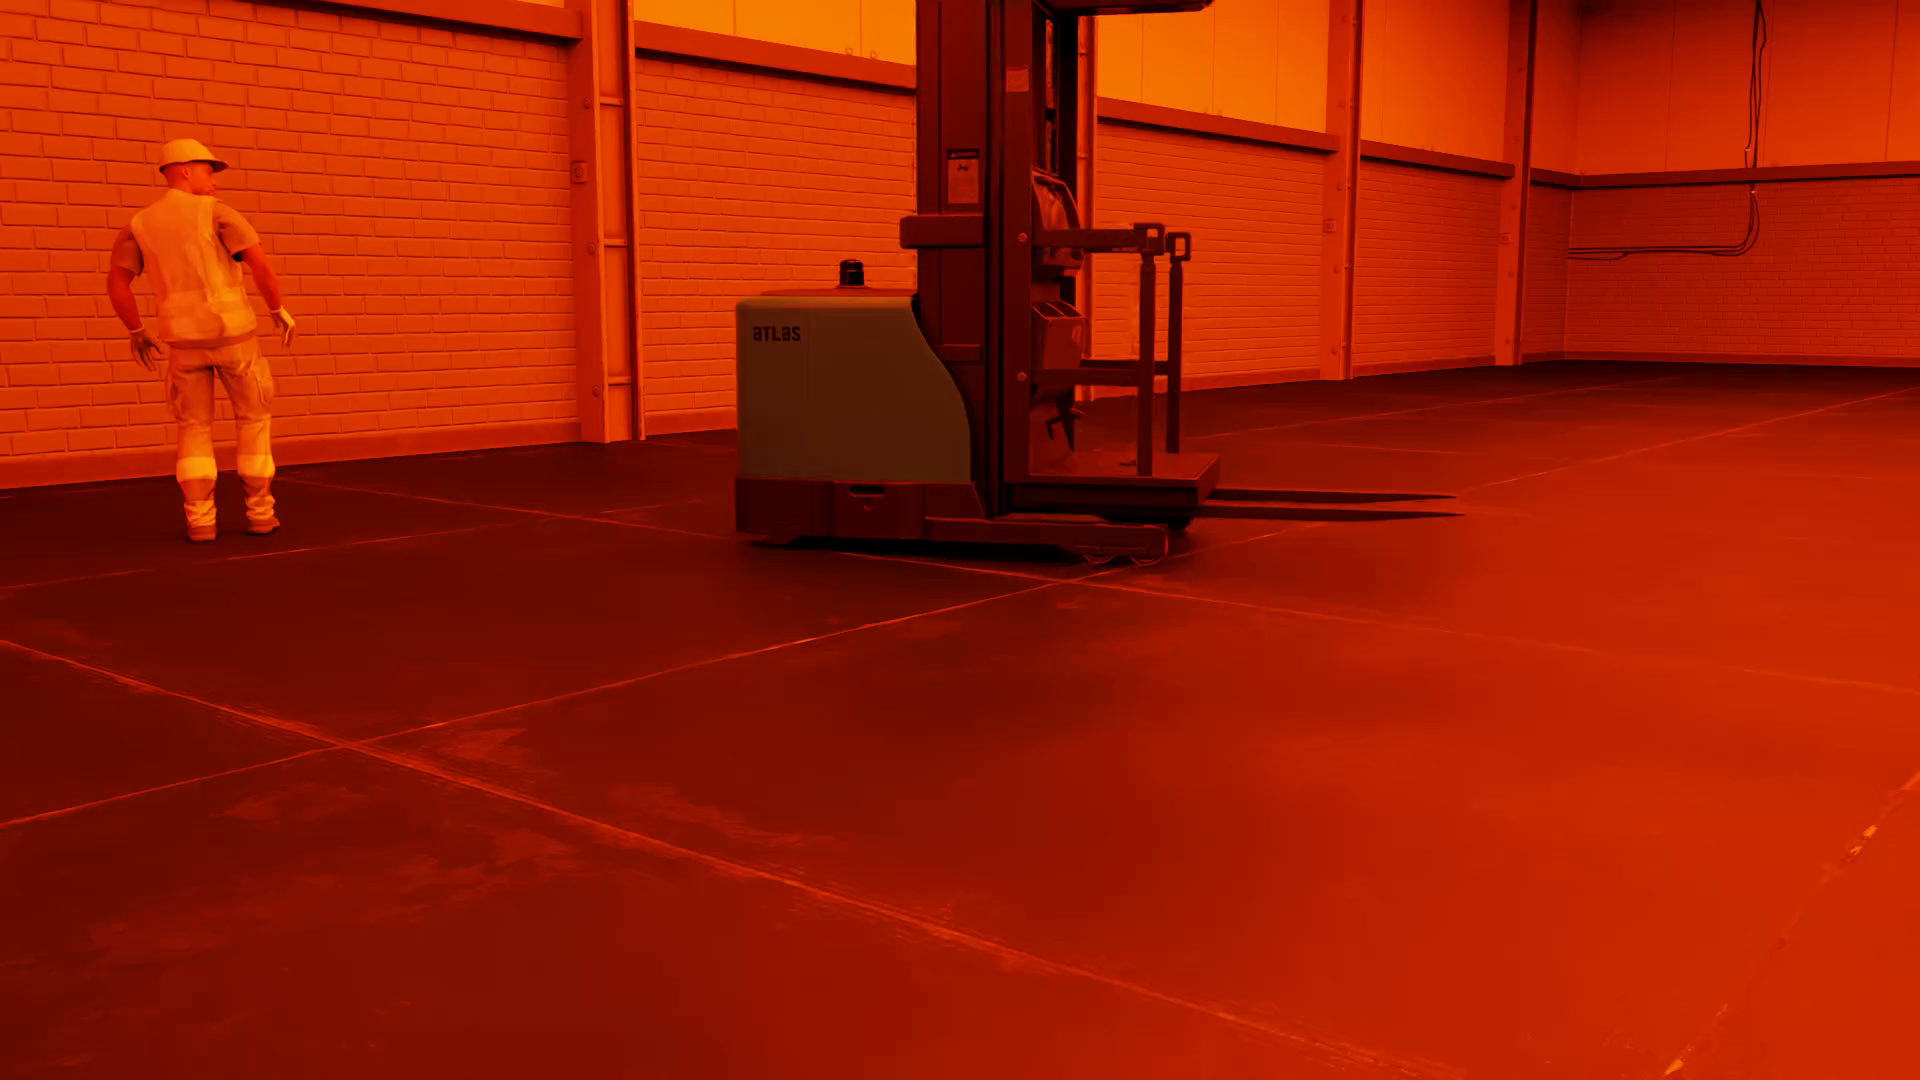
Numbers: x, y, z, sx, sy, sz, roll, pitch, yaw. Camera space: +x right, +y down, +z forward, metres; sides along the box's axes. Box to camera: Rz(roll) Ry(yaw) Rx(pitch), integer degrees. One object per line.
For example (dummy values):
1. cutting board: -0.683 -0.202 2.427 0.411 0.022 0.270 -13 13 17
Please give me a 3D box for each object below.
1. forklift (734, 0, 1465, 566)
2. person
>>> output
1. forklift: 0.603 -1.431 7.062 3.031 2.935 1.130 2 9 14
2. person: -3.362 -0.895 7.442 0.757 1.761 0.506 -1 8 -8
